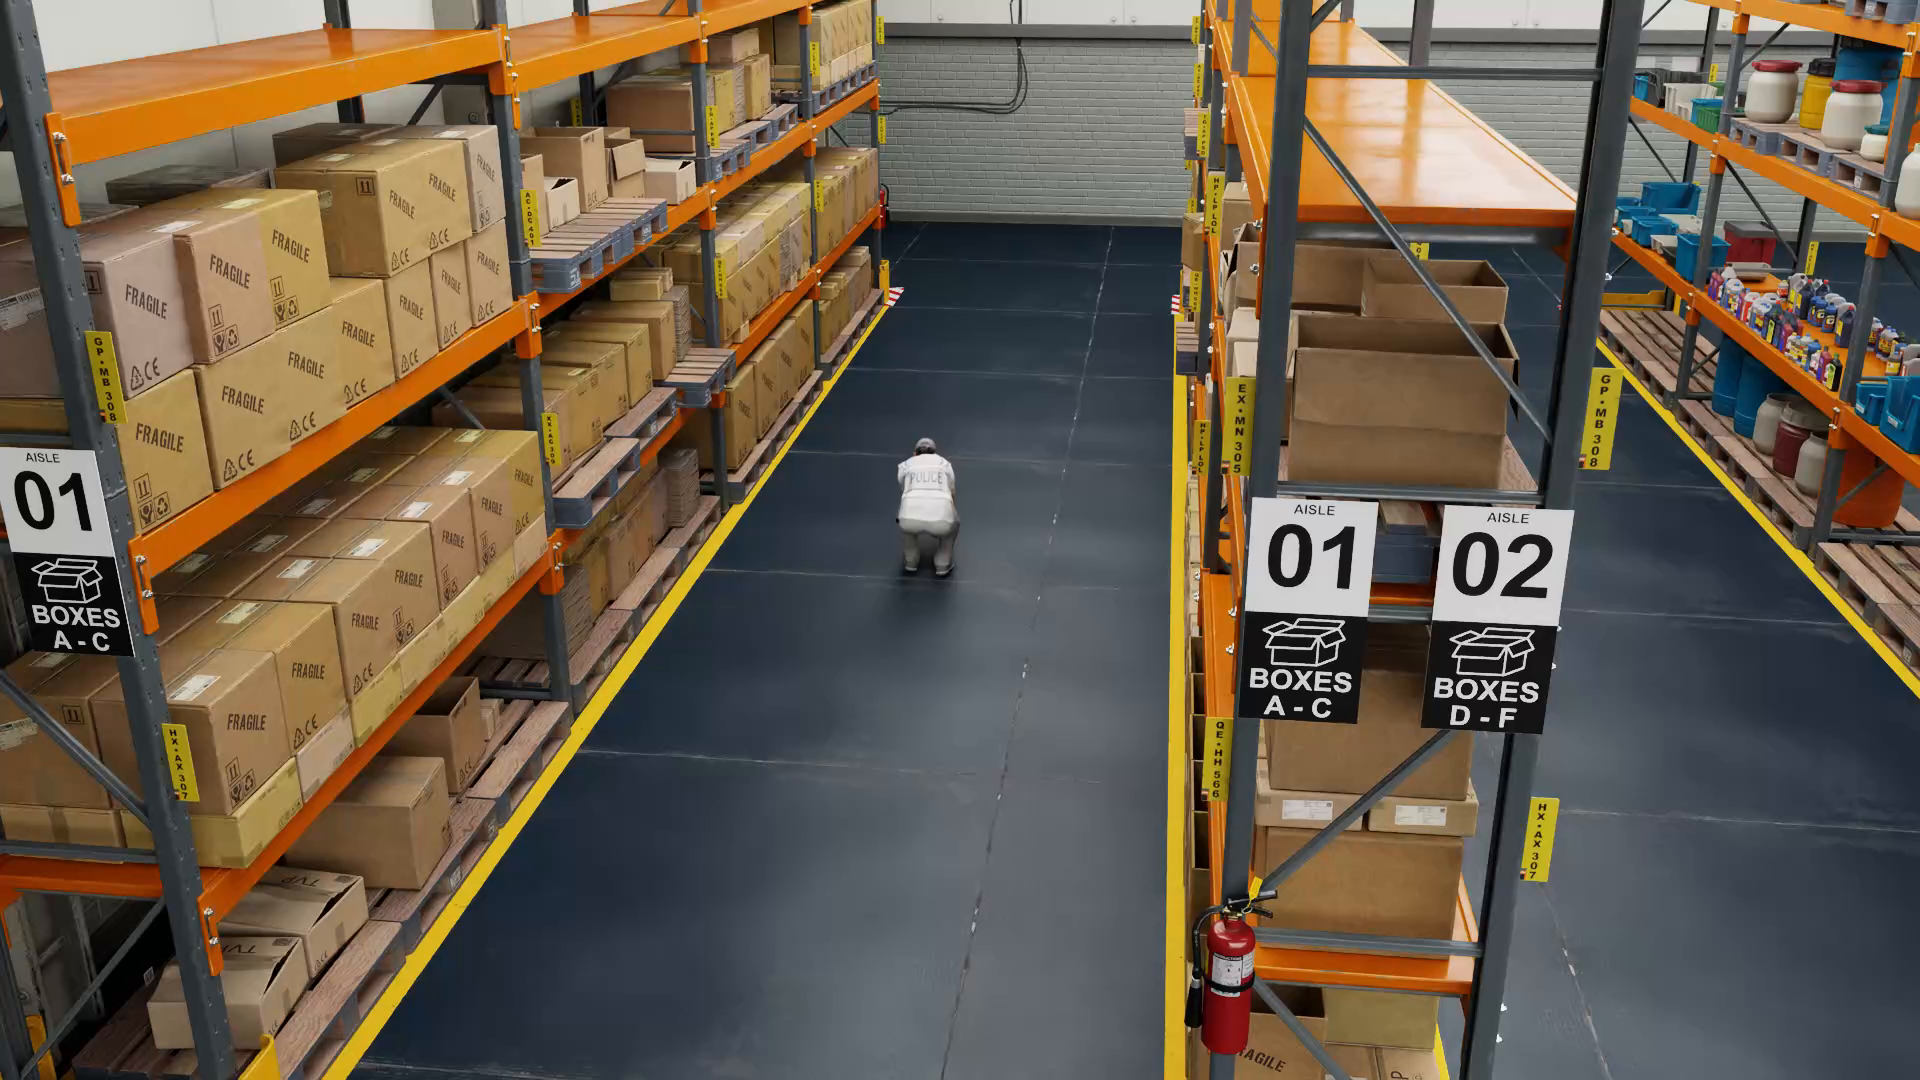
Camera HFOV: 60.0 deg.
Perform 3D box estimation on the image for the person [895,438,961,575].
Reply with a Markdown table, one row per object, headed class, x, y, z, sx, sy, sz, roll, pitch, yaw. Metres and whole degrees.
| class | x | y | z | sx | sy | sz | roll | pitch | yaw |
| --- | --- | --- | --- | --- | --- | --- | --- | --- | --- |
| person | -0.252 | -0.247 | 13.107 | 0.497 | 0.955 | 0.861 | 2 | 21 | 5 |
